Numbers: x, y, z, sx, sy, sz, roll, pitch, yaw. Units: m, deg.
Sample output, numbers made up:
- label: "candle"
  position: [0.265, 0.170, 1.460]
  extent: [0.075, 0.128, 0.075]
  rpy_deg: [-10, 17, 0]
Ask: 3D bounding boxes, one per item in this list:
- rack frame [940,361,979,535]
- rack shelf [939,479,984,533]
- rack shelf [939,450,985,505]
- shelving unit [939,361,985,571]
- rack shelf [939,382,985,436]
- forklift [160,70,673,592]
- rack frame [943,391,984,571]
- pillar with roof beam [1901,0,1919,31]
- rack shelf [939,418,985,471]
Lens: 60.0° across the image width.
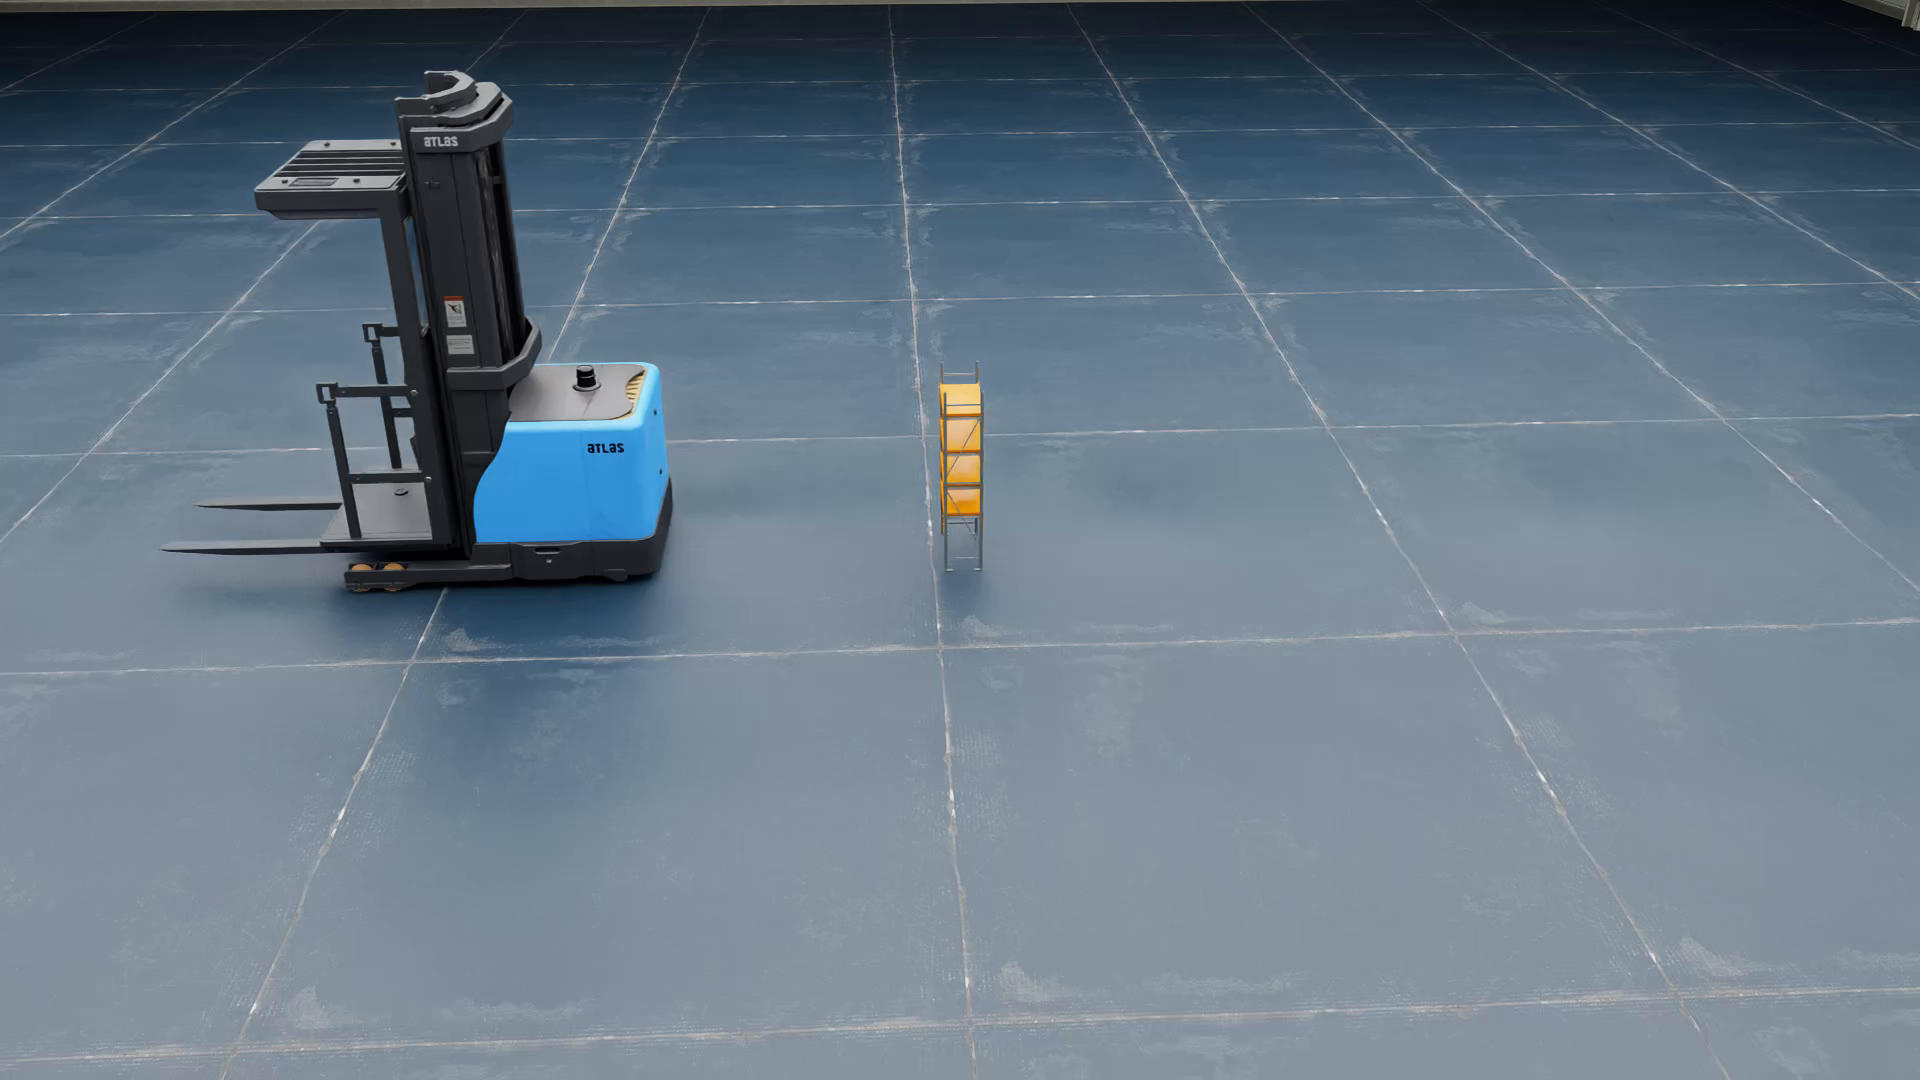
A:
- label: "rack frame"
  position: [-0.004, -0.568, 10.542]
  extent: [0.240, 1.200, 0.015]
  rpy_deg: [-1, 28, -3]
- label: "rack shelf"
  position: [0.009, -0.220, 10.449]
  extent: [0.258, 0.148, 0.480]
  rpy_deg: [-1, 28, -3]
- label: "rack shelf"
  position: [0.009, -0.396, 10.357]
  extent: [0.258, 0.148, 0.480]
  rpy_deg: [-1, 28, -3]
- label: "shelving unit"
  position: [0.009, -0.456, 10.326]
  extent: [0.258, 1.200, 0.503]
  rpy_deg: [-1, 28, -3]
- label: "rack shelf"
  position: [0.009, -0.804, 10.144]
  extent: [0.258, 0.148, 0.480]
  rpy_deg: [-1, 28, -3]
- label: "forklift"
  position: [-3.394, -1.233, 9.945]
  extent: [3.031, 2.935, 1.130]
  rpy_deg: [-1, 28, -2]
- label: "rack frame"
  position: [0.021, -0.343, 10.110]
  extent: [0.240, 1.200, 0.015]
  rpy_deg: [-1, 28, -3]
- label: "pillar with roof beam"
  position: [10.811, -11.966, 23.962]
  extent: [9.100, 9.000, 0.400]
  rpy_deg: [-1, 28, -3]
- label: "rack shelf"
  position: [0.009, -0.594, 10.254]
  extent: [0.258, 0.148, 0.480]
  rpy_deg: [-1, 28, -3]
